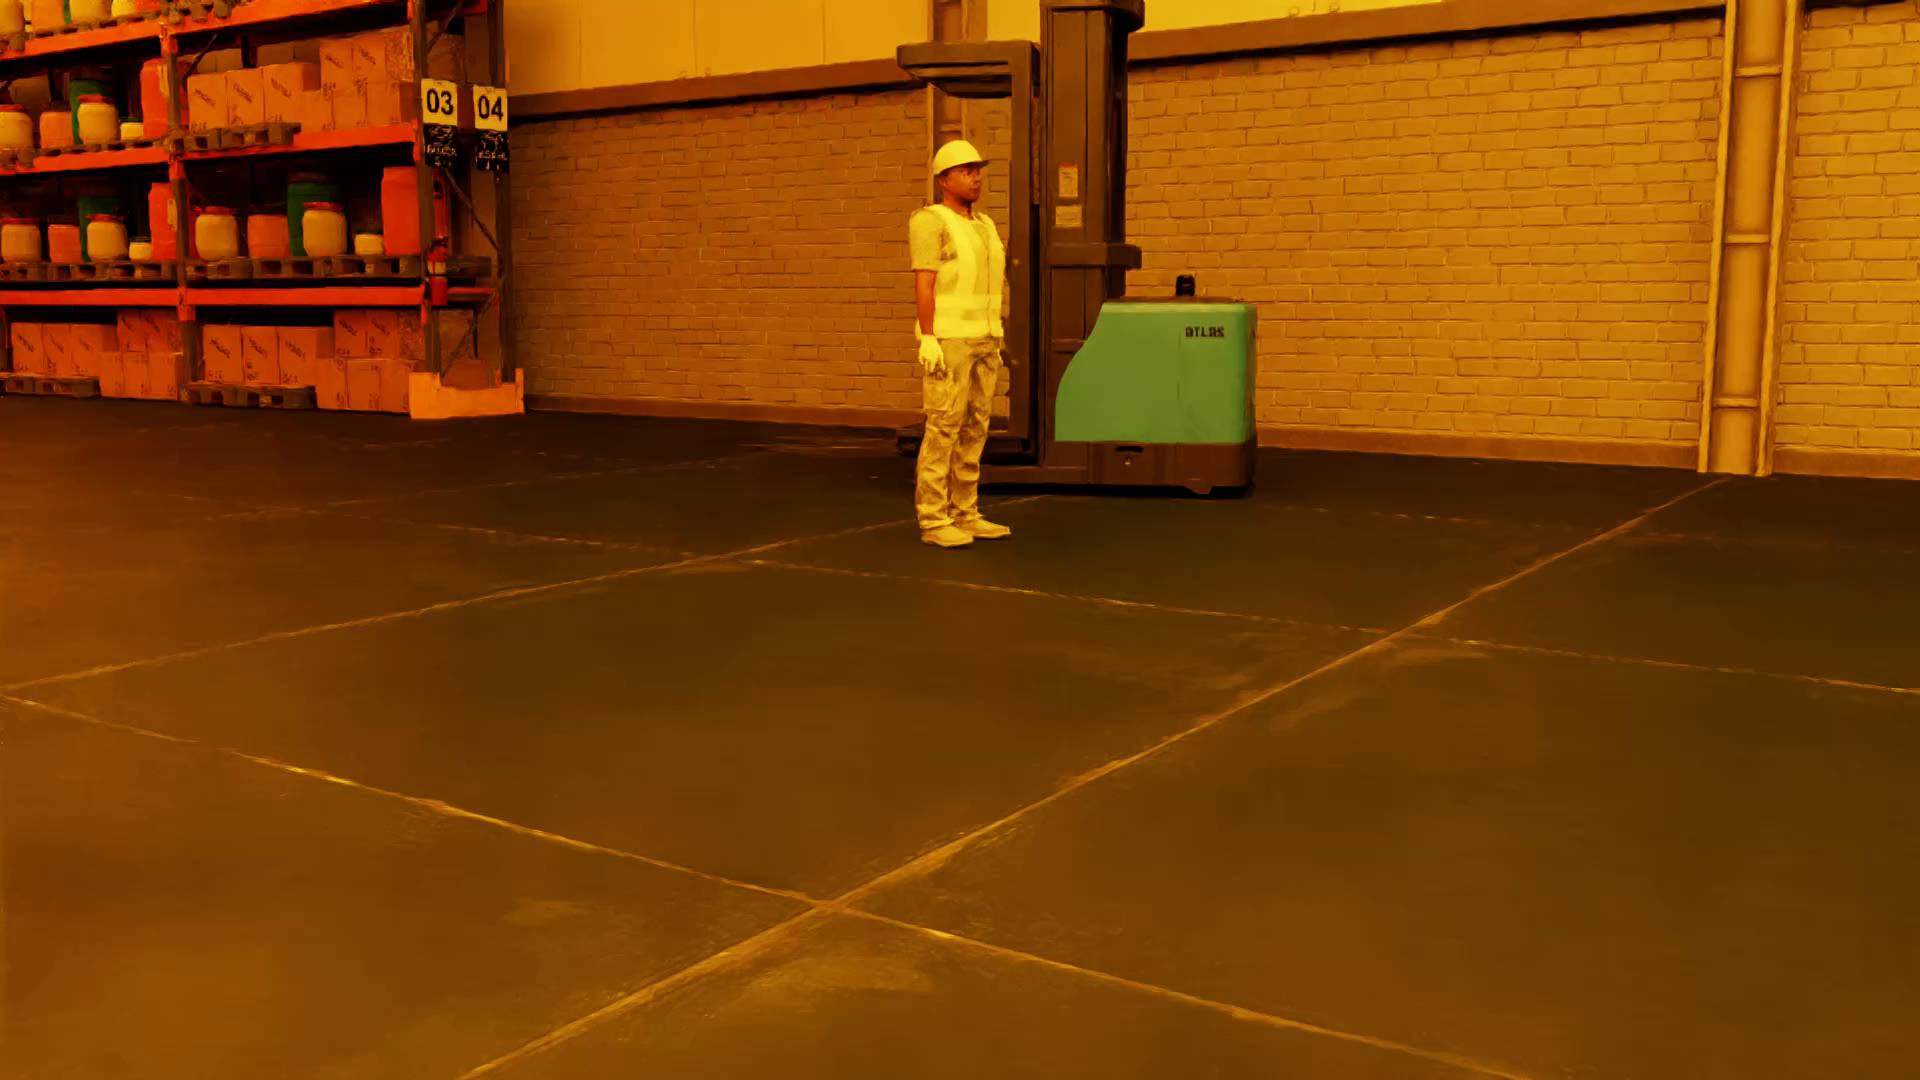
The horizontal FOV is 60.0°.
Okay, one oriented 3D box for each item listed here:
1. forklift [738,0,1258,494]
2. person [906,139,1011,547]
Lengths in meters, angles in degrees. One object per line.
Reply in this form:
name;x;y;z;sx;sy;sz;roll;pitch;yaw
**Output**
forklift;0.213;-1.790;9.777;3.031;2.935;1.130;2;8;14
person;0.012;-0.884;7.471;0.365;1.790;0.546;5;10;34
